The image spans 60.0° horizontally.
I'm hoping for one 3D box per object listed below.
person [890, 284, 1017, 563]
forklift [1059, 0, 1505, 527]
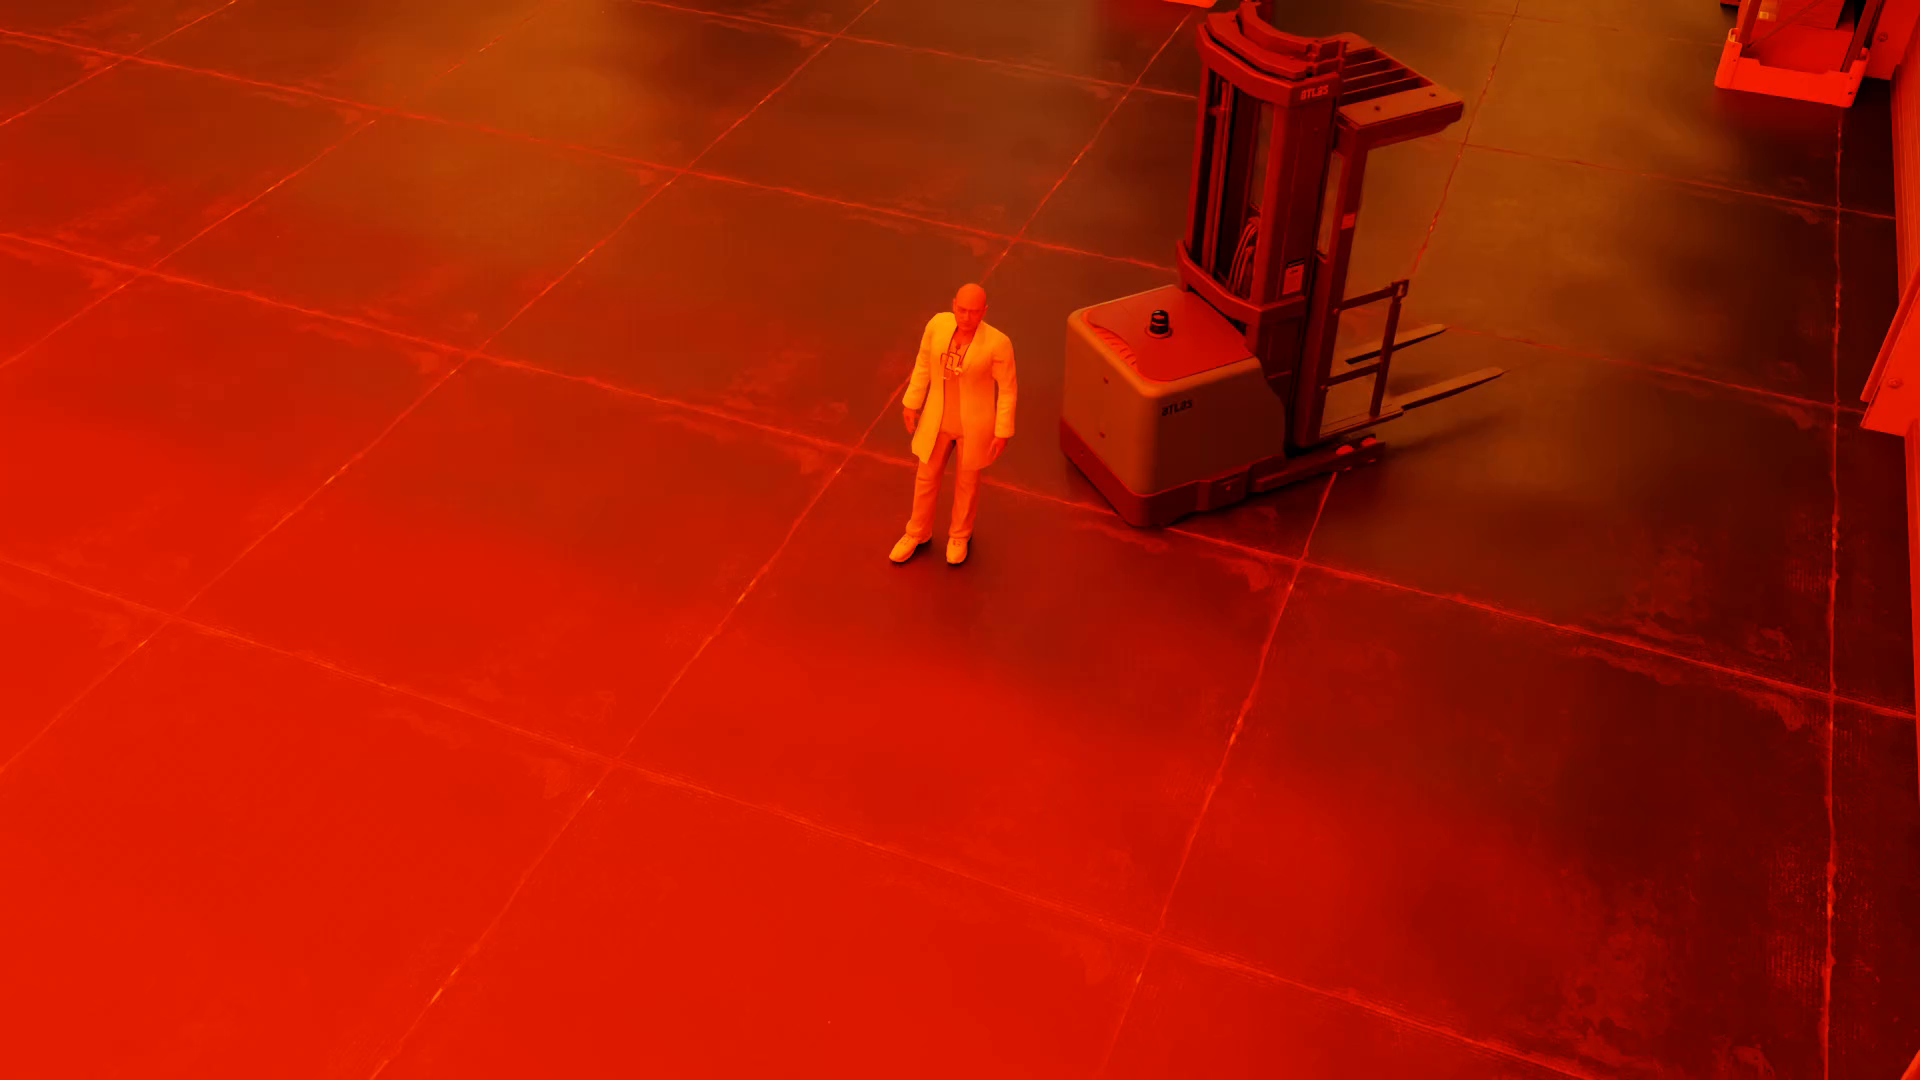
[{"bbox_3d":[-0.038,-0.634,9.651,0.698,1.776,0.580,15,42,17],"label":"person"},{"bbox_3d":[2.205,-1.859,10.228,3.031,2.935,1.130,-18,43,-20],"label":"forklift"}]
